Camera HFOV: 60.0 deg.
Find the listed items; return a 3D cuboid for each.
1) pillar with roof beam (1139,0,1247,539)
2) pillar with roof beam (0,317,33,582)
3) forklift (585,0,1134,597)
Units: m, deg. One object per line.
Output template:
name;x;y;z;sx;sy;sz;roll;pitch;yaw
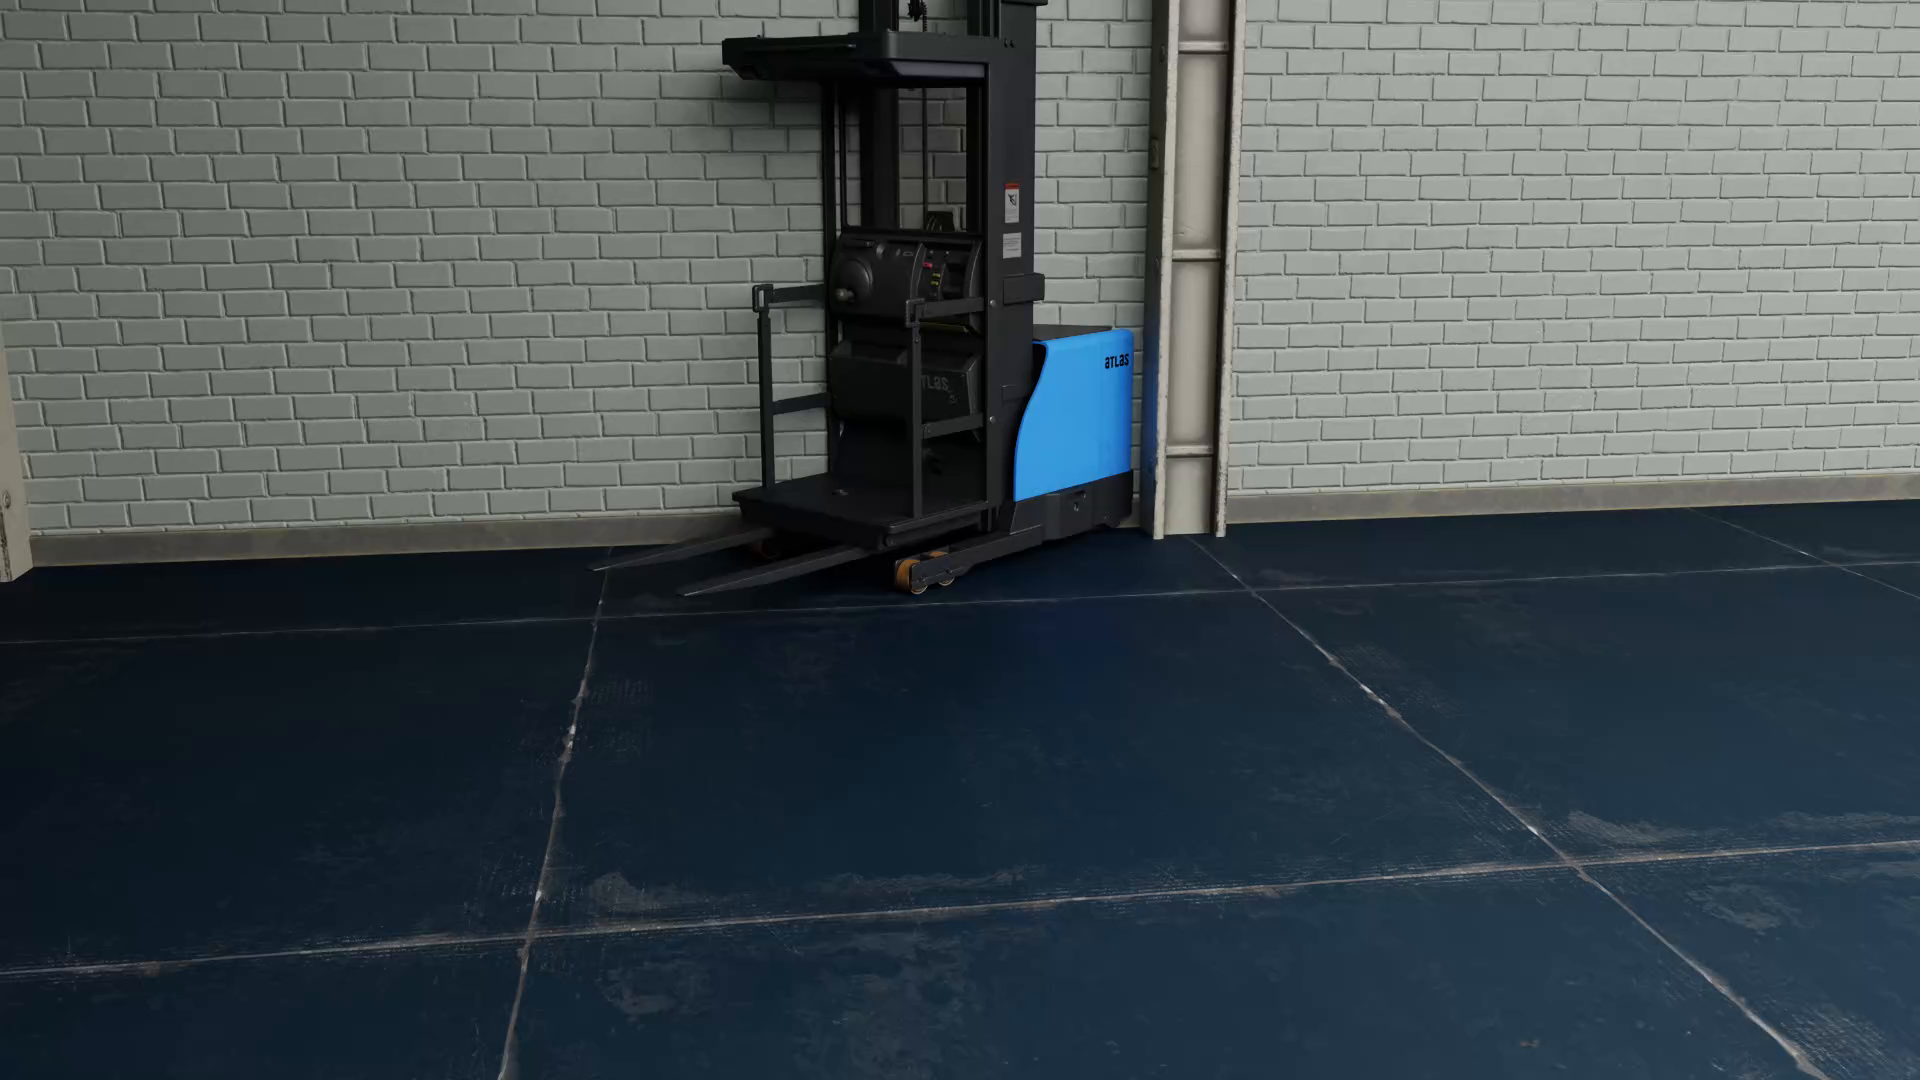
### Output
pillar with roof beam;1.829;-3.378;3.692;0.400;9.000;9.100;-2;14;-8
pillar with roof beam;-4.104;-3.161;2.825;0.400;9.000;9.100;-2;14;-8
forklift;-0.408;-1.307;7.907;1.130;2.935;3.031;12;18;39
